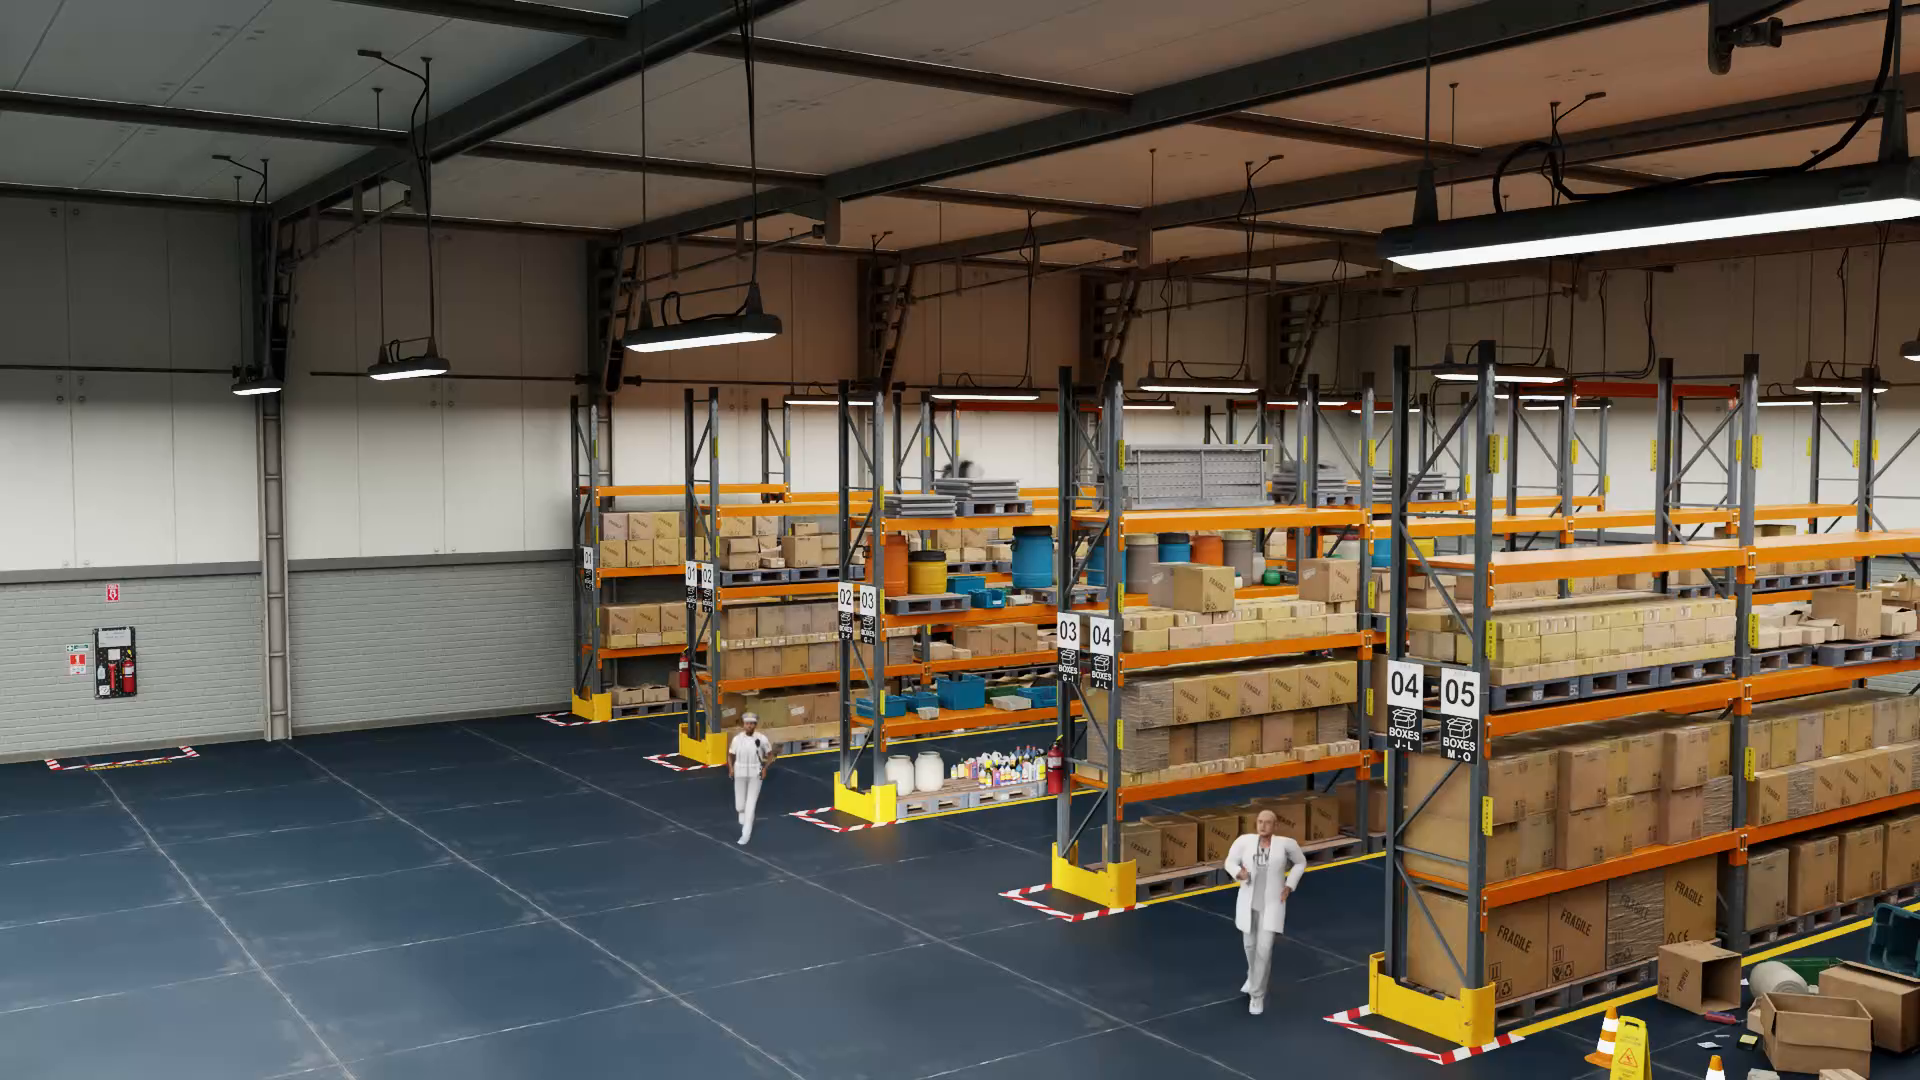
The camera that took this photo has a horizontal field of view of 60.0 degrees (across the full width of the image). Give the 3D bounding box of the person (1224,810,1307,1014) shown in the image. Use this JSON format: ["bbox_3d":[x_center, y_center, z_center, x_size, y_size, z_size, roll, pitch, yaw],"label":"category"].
[{"bbox_3d":[2.773,3.379,15.199,0.711,1.869,0.791,2,4,24],"label":"person"}]

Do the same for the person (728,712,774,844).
[{"bbox_3d":[-2.716,3.050,21.553,0.597,1.669,0.729,0,3,0],"label":"person"}]
